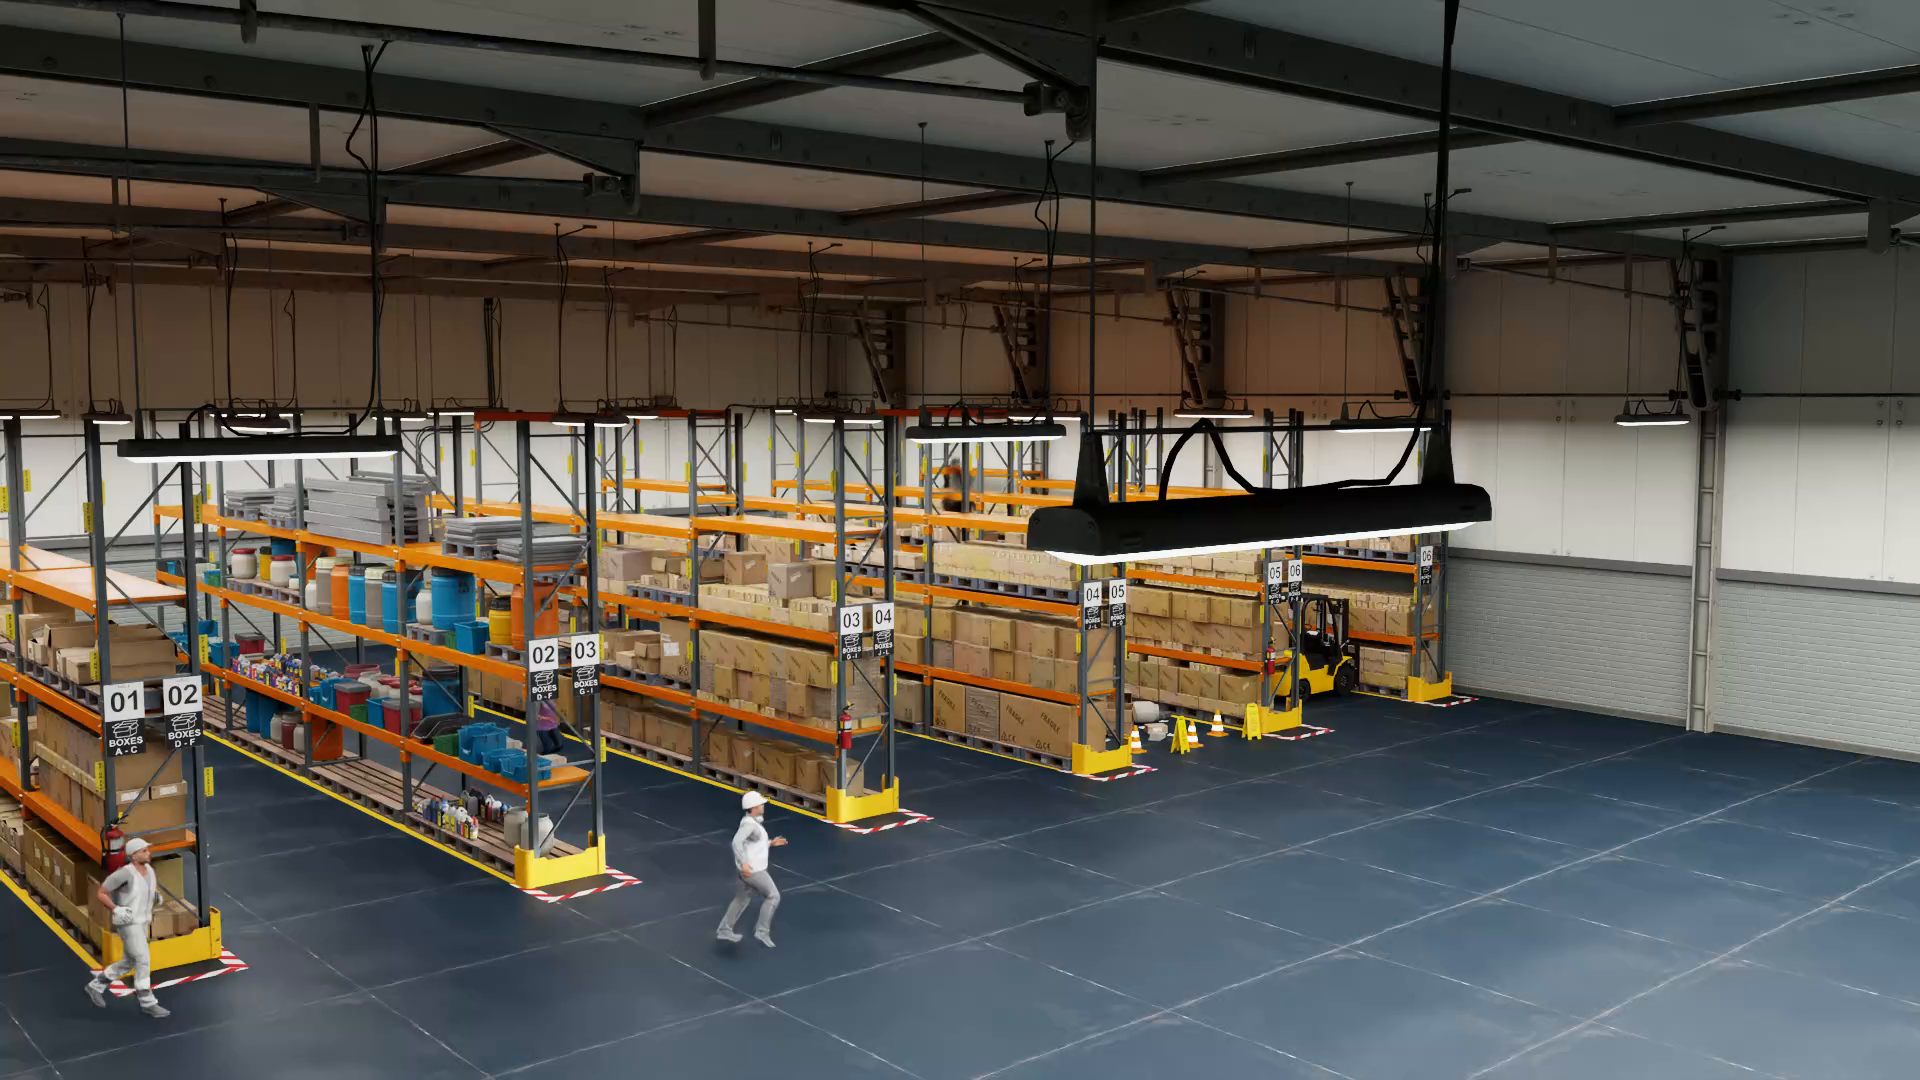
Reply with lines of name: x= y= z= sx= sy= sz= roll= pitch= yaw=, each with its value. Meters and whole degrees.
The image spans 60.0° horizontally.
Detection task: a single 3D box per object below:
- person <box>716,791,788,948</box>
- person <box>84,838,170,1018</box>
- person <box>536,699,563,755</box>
person: x=-2.373 y=3.782 z=19.024 sx=0.834 sy=1.826 sz=0.621 roll=-2 pitch=5 yaw=-17
person: x=-8.512 y=3.952 z=17.123 sx=0.930 sy=1.776 sz=0.693 roll=0 pitch=5 yaw=5
person: x=-6.793 y=3.128 z=27.542 sx=0.532 sy=1.556 sz=0.525 roll=4 pitch=6 yaw=37
